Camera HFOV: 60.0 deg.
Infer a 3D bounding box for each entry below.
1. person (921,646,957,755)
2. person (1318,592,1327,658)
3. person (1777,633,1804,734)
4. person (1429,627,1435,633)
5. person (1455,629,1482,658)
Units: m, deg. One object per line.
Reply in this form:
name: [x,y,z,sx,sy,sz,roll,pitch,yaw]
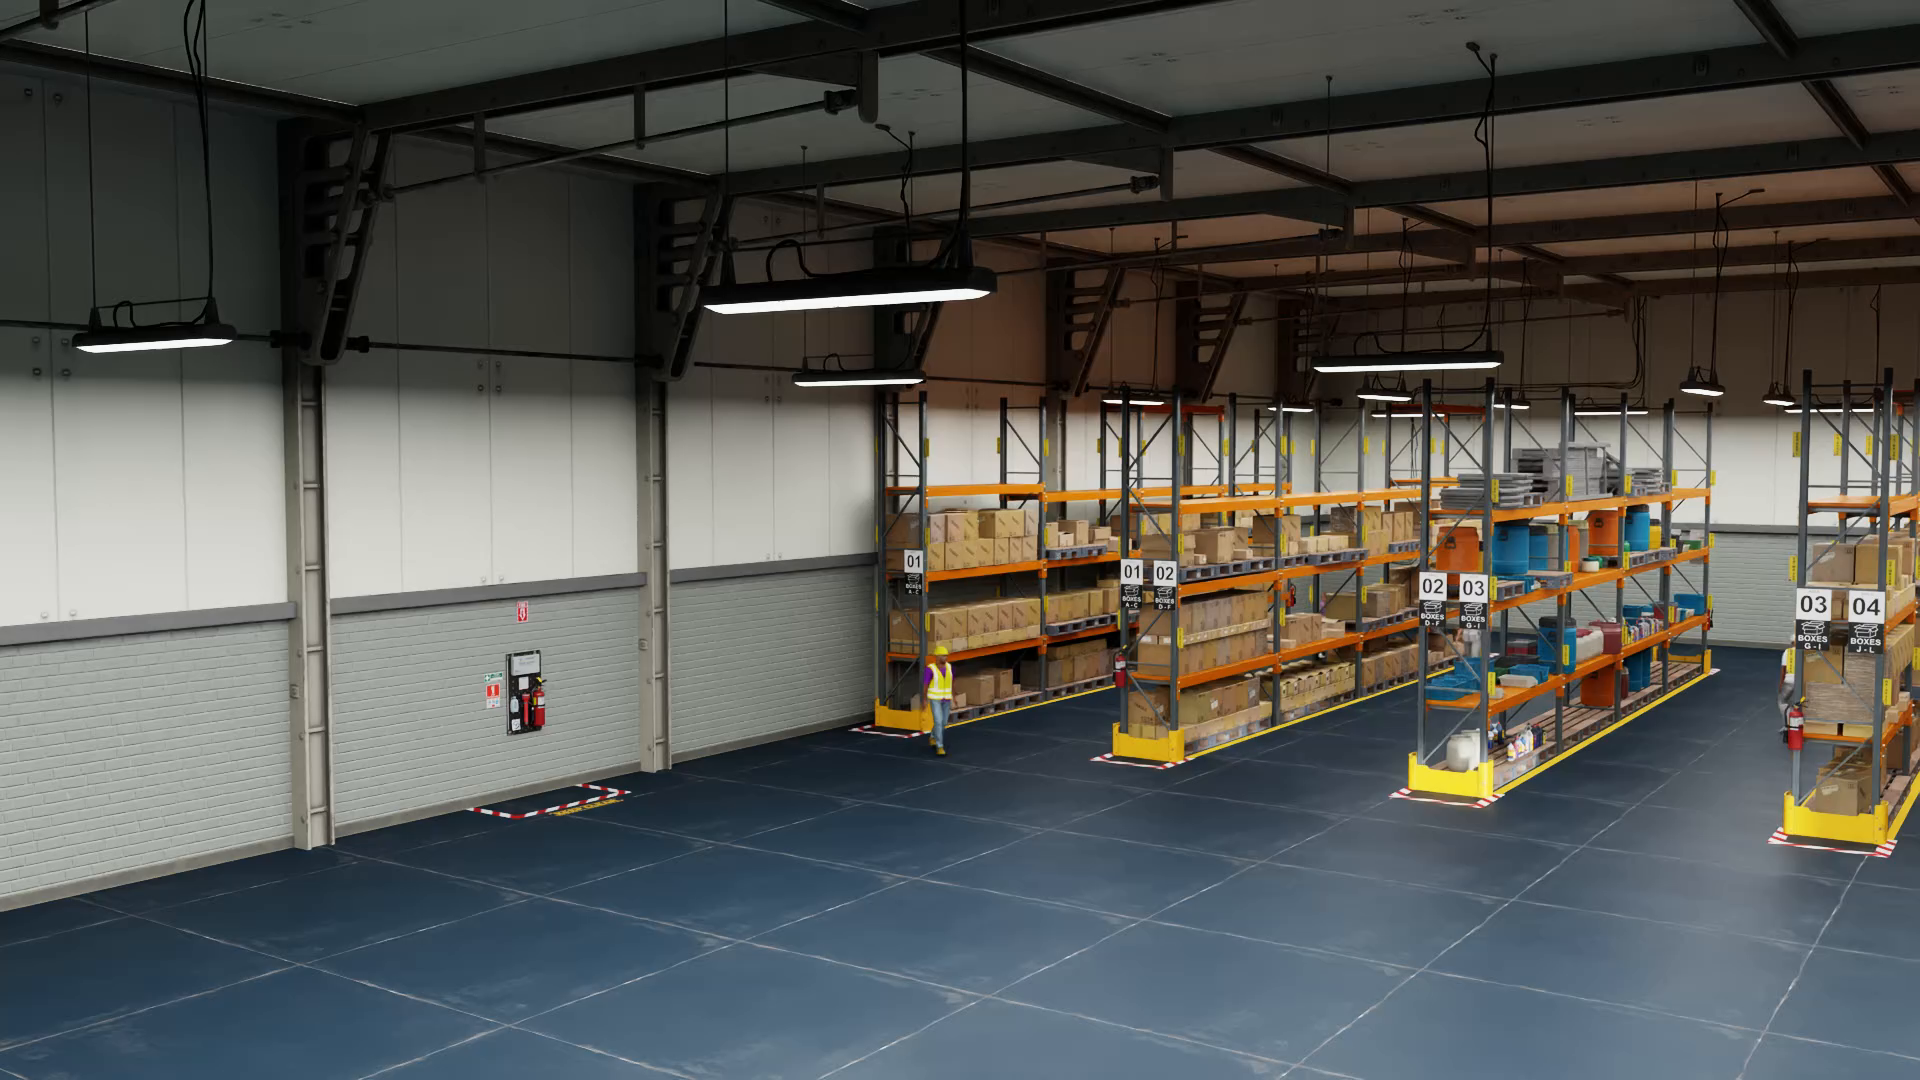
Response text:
person: [-0.342,2.617,27.374,0.621,1.738,0.883,-2,4,-32]
person: [8.762,2.009,39.606,0.422,1.563,0.760,2,4,31]
person: [14.613,2.518,29.100,0.609,1.793,0.398,0,3,-1]
person: [12.164,1.822,43.159,0.683,1.578,0.607,-3,4,-44]
person: [11.030,2.131,35.866,0.601,1.701,1.077,2,4,38]
